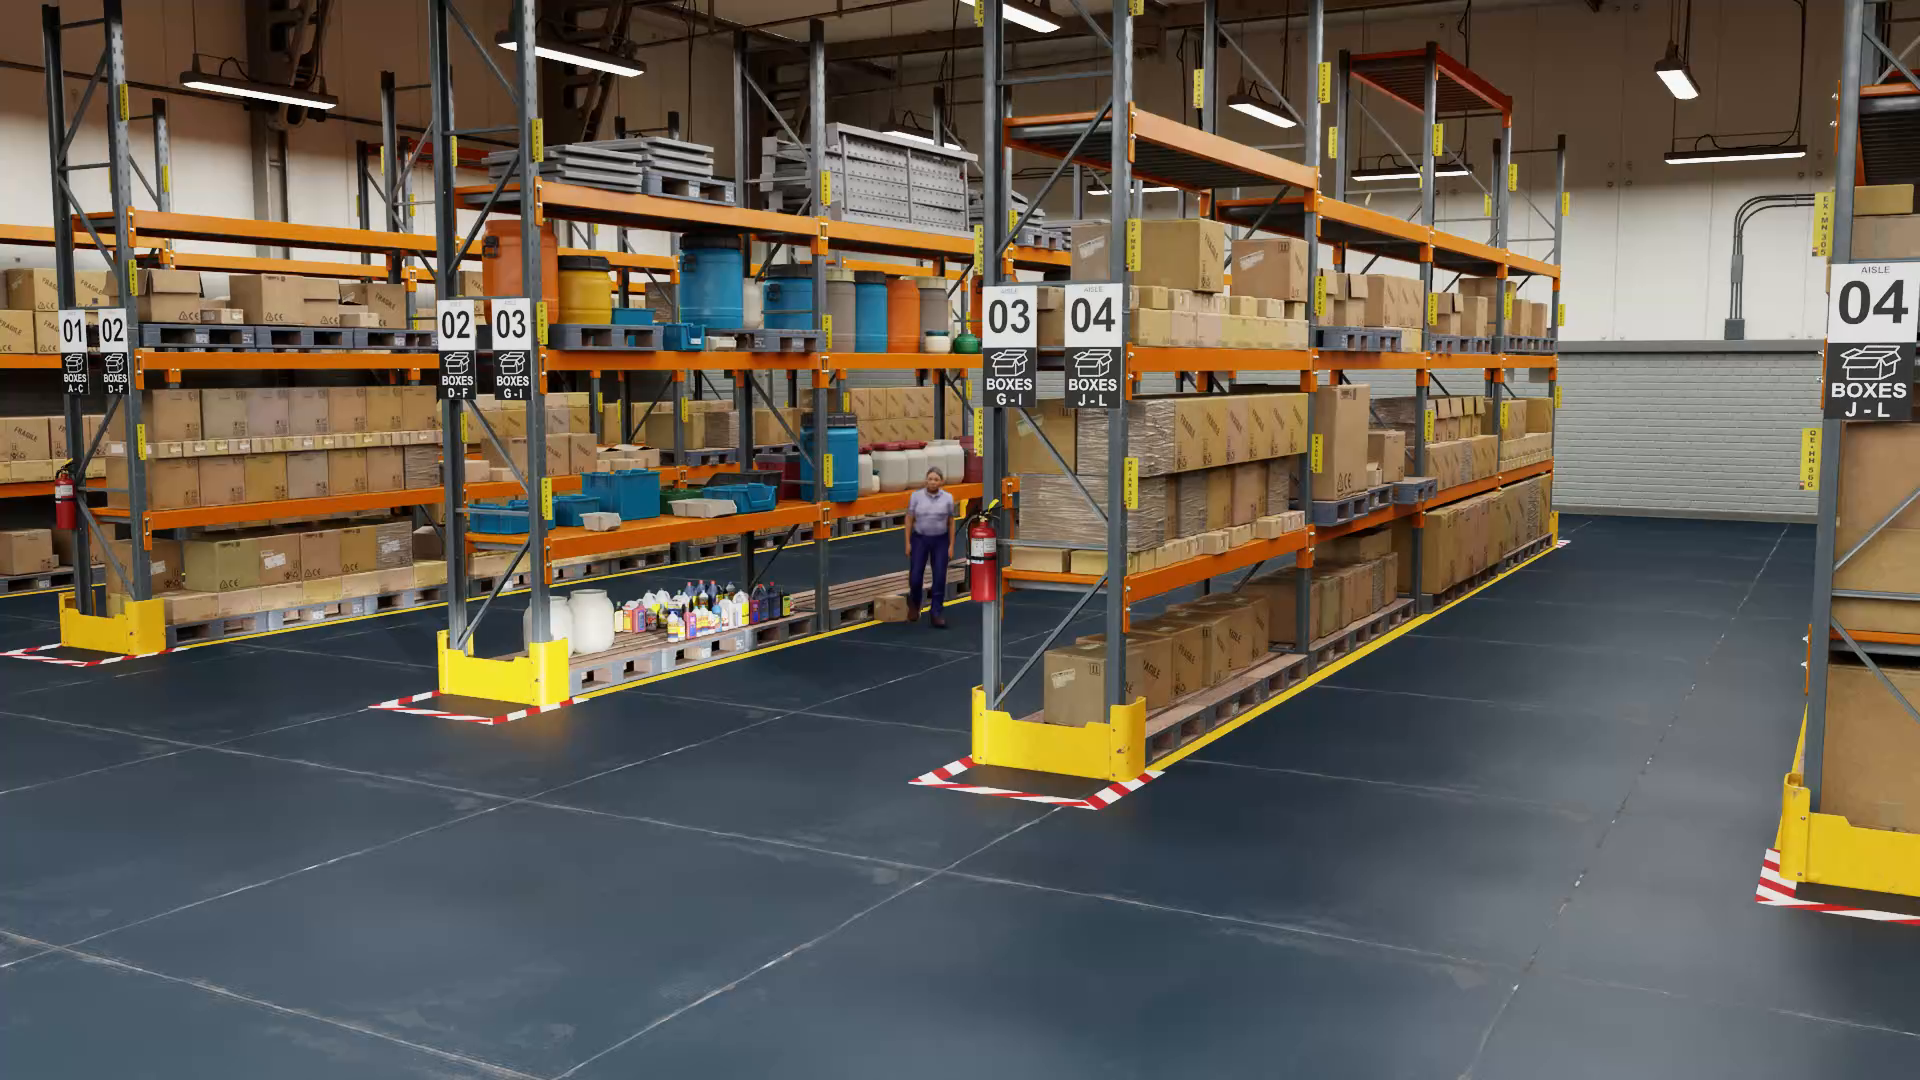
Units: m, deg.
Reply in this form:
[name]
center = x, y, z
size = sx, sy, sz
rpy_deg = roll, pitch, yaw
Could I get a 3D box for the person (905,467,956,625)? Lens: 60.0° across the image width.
[person]
center = -0.312, 0.056, 17.044
size = 0.512, 1.629, 0.518
rpy_deg = -1, 6, -8
